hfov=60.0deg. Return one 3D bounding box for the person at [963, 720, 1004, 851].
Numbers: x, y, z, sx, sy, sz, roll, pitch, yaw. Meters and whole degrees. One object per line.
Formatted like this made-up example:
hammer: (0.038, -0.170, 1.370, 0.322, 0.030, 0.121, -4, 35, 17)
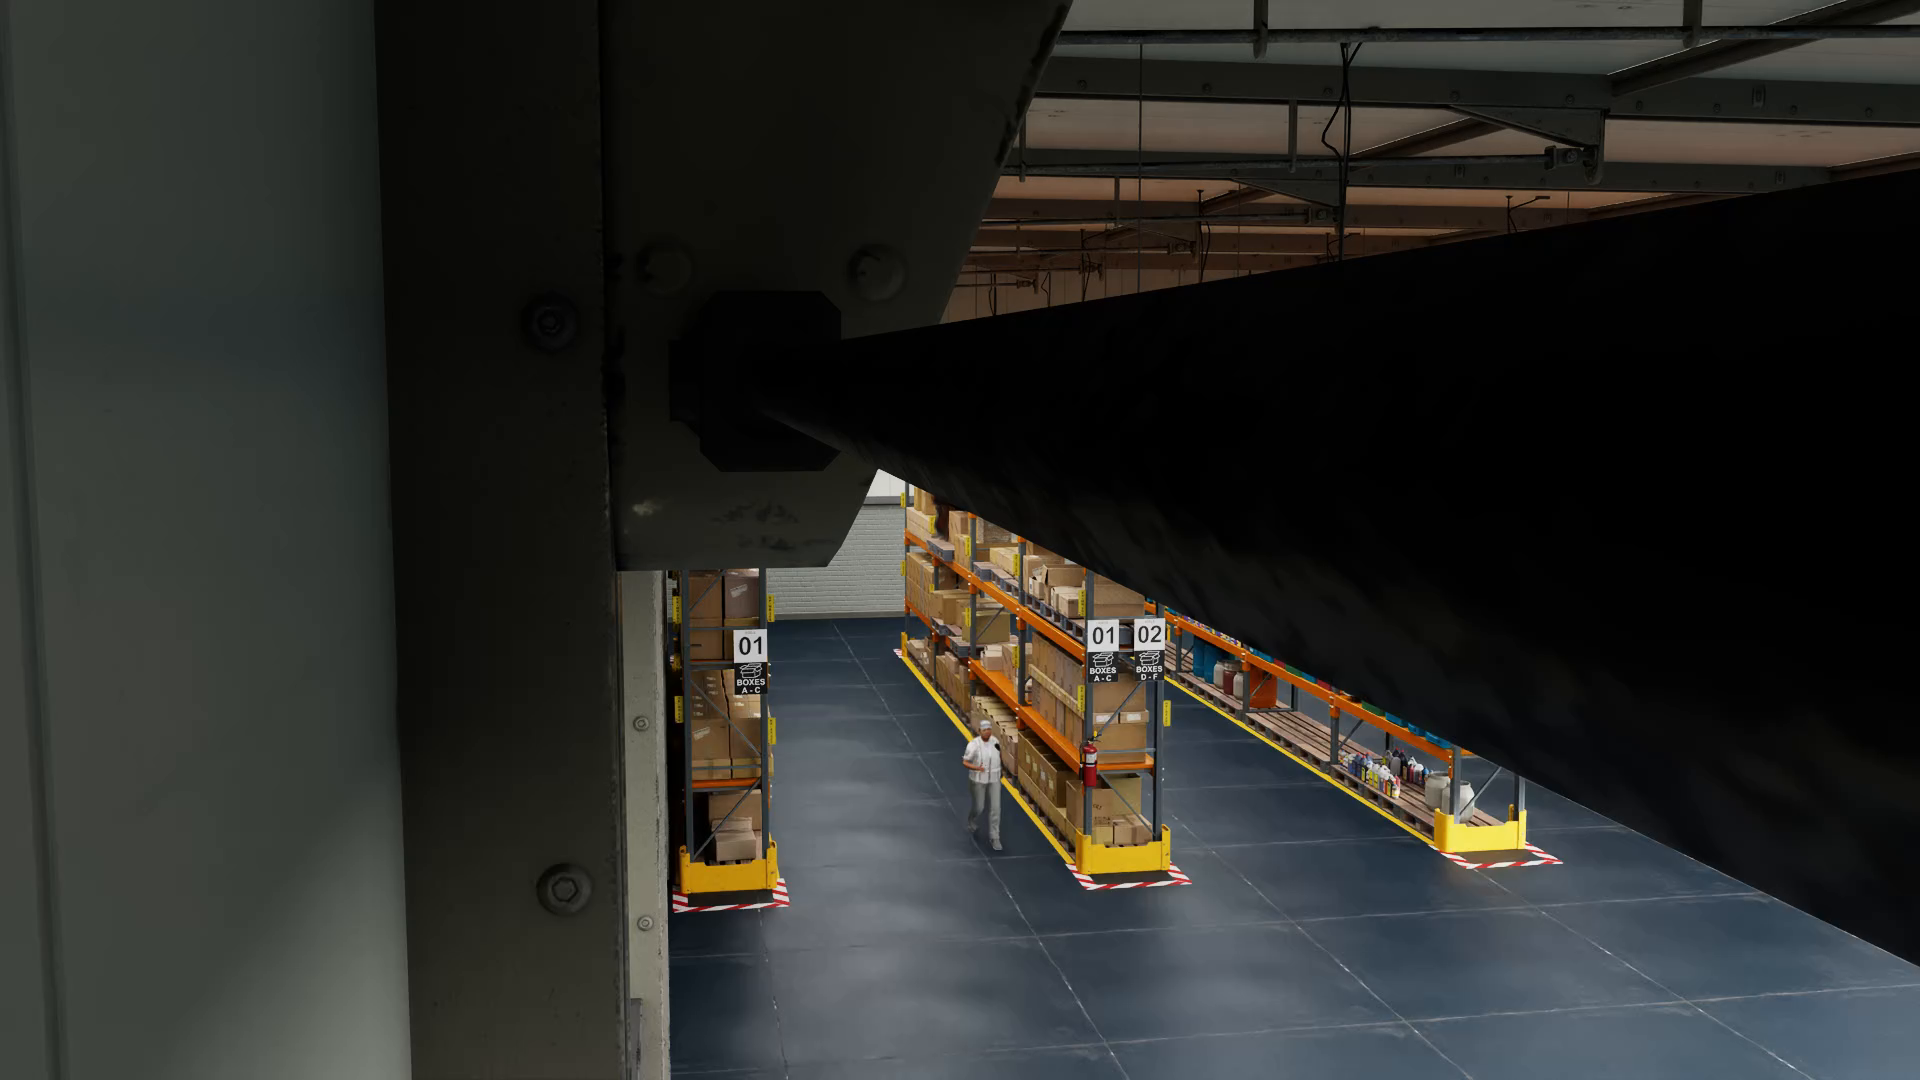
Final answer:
person: (0.331, 3.208, 22.093, 0.609, 1.667, 0.911, -2, 6, -18)
